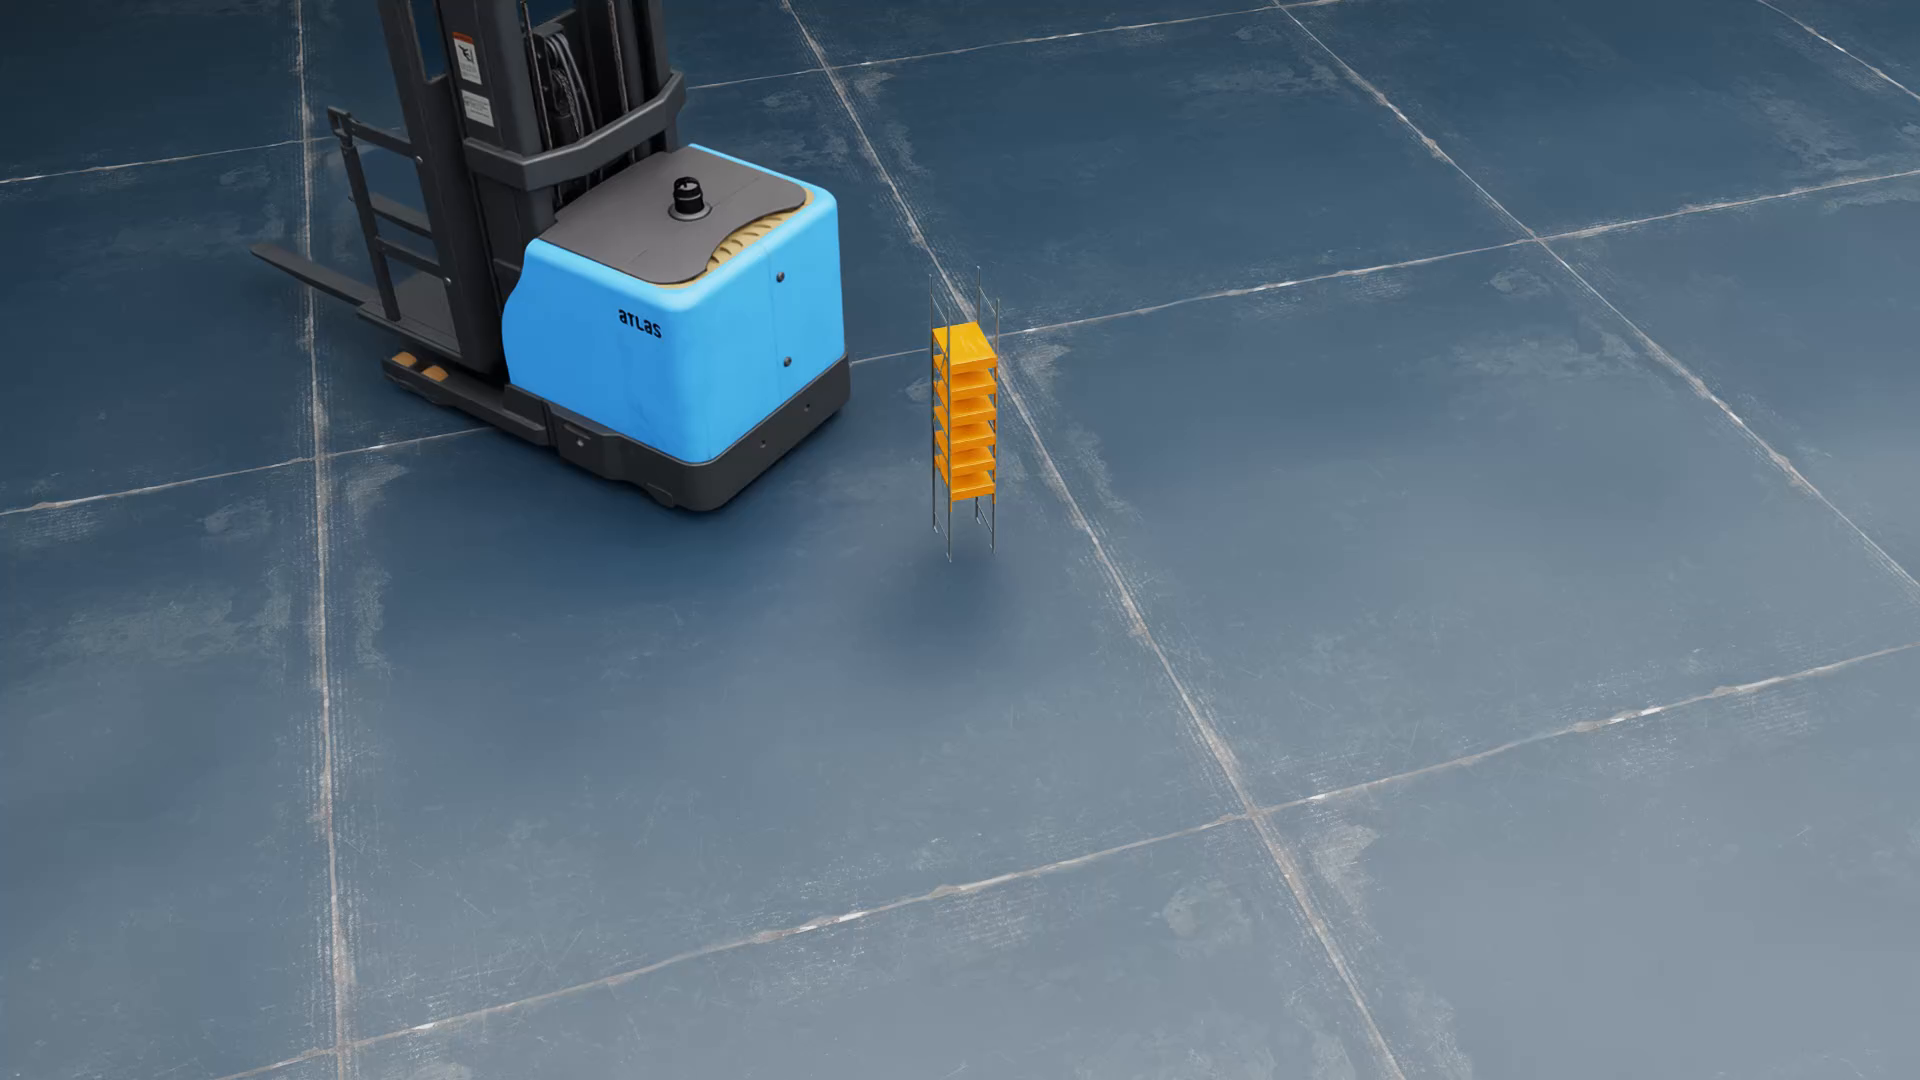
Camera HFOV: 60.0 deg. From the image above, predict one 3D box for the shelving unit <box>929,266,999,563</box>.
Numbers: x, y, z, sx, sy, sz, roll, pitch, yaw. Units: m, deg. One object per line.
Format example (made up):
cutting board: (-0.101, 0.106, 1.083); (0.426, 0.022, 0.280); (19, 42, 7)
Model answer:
shelving unit: (0.014, -0.455, 6.359); (0.189, 1.200, 0.258); (-12, 42, -13)

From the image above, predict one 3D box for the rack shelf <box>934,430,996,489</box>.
rack shelf: (0.014, -0.331, 6.467); (0.180, 0.103, 0.258); (-12, 42, -13)

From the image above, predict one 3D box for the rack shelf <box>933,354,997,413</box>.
rack shelf: (0.014, -0.602, 6.230); (0.180, 0.103, 0.258); (-12, 42, -13)

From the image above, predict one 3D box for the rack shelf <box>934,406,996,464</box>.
rack shelf: (0.014, -0.421, 6.388); (0.180, 0.103, 0.258); (-12, 42, -13)

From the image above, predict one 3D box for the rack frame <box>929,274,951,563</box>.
rack frame: (-0.073, -0.437, 6.338); (0.006, 1.200, 0.240); (-12, 42, -13)

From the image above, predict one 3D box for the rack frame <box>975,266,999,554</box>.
rack frame: (0.101, -0.473, 6.379); (0.006, 1.200, 0.240); (-12, 42, -13)

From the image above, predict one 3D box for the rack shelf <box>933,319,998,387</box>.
rack shelf: (0.014, -0.692, 6.151); (0.180, 0.103, 0.258); (-12, 42, -13)

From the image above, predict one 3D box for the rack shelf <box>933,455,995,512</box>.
rack shelf: (0.014, -0.241, 6.546); (0.180, 0.103, 0.258); (-12, 42, -13)

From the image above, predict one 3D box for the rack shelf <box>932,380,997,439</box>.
rack shelf: (0.014, -0.512, 6.309); (0.180, 0.103, 0.258); (-12, 42, -13)

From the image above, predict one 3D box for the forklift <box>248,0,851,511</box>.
forklift: (-1.994, -1.979, 6.787); (3.031, 2.935, 1.130); (24, 46, 25)
